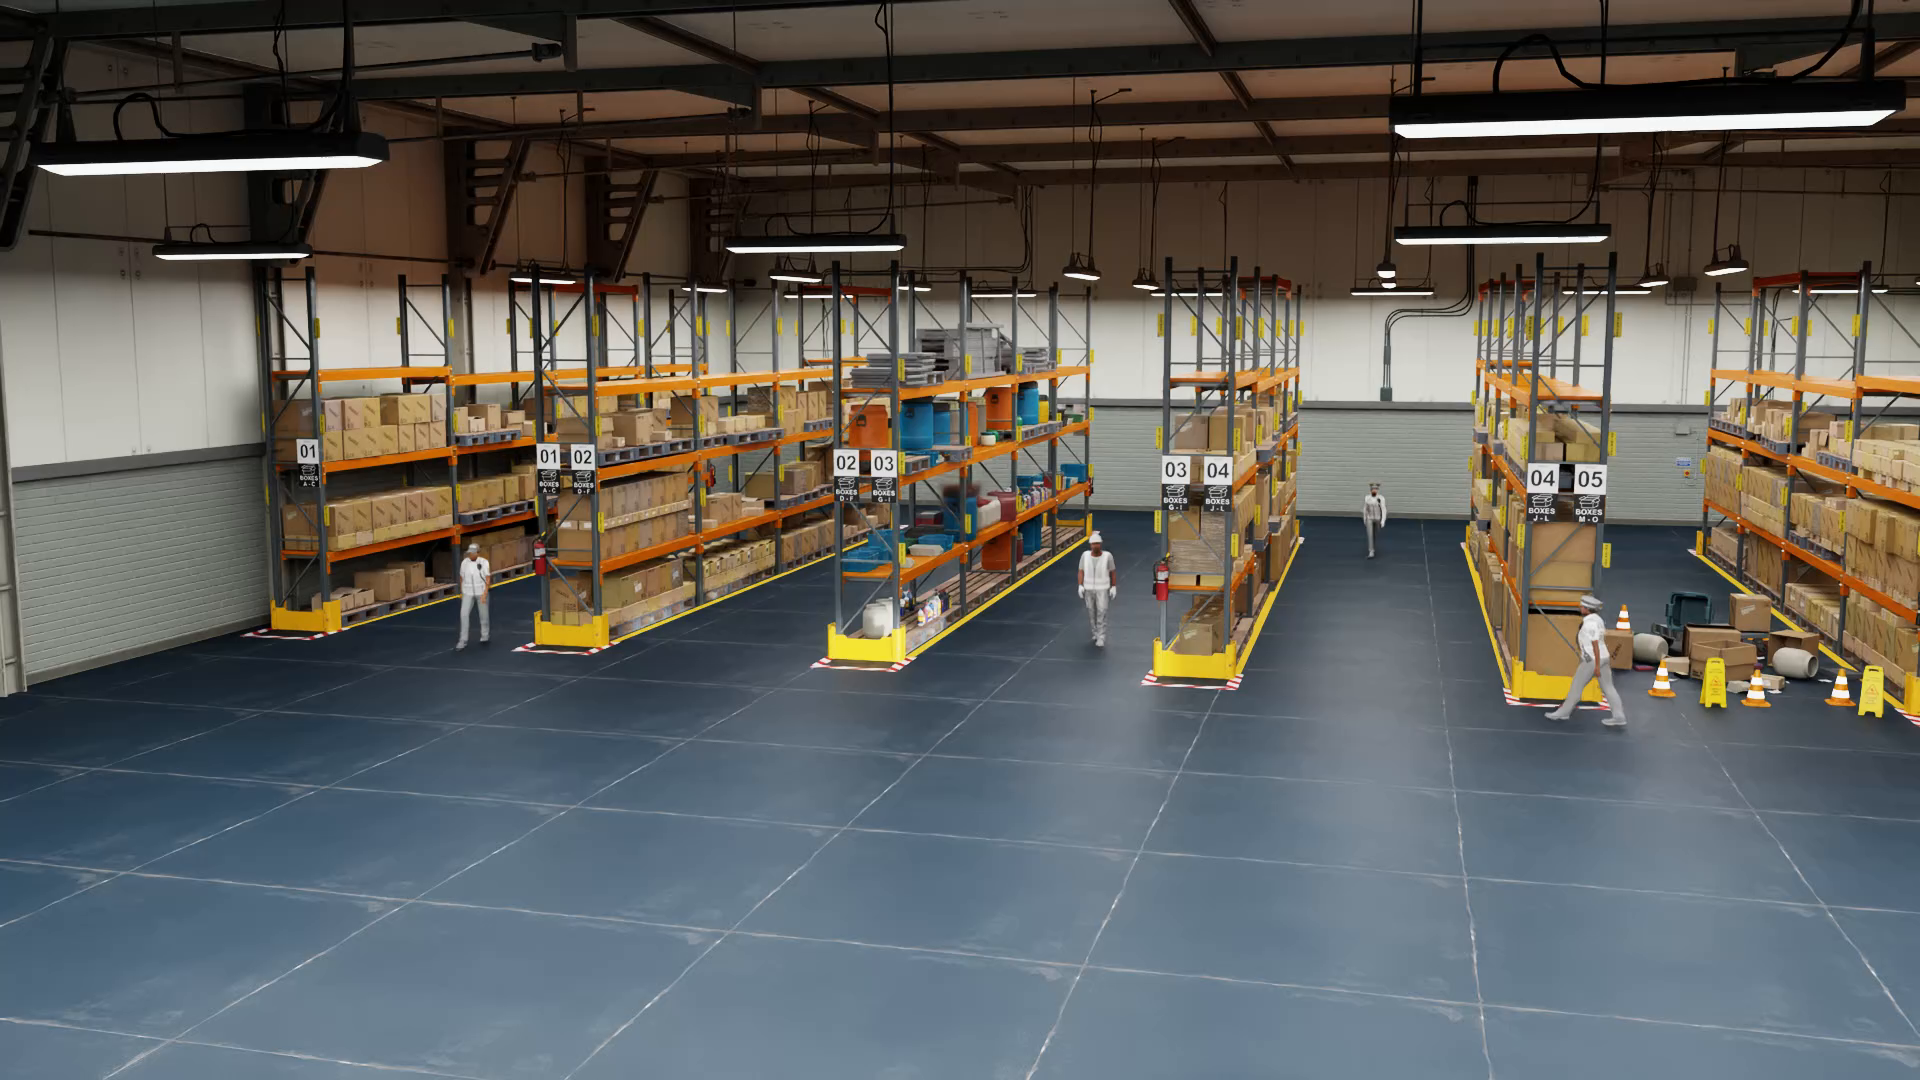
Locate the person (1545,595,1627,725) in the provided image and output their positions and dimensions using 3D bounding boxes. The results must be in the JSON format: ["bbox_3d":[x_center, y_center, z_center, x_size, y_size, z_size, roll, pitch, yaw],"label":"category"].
[{"bbox_3d":[7.987,1.508,21.088,0.972,1.612,0.480,6,9,40],"label":"person"}]

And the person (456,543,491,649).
[{"bbox_3d":[-7.685,0.852,26.284,0.517,1.611,0.948,-1,7,-10],"label":"person"}]

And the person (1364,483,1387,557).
[{"bbox_3d":[9.164,-0.465,36.667,0.454,1.611,1.061,0,7,4],"label":"person"}]

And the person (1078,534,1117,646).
[{"bbox_3d":[2.137,0.778,26.307,0.578,1.734,0.969,3,8,20],"label":"person"}]
